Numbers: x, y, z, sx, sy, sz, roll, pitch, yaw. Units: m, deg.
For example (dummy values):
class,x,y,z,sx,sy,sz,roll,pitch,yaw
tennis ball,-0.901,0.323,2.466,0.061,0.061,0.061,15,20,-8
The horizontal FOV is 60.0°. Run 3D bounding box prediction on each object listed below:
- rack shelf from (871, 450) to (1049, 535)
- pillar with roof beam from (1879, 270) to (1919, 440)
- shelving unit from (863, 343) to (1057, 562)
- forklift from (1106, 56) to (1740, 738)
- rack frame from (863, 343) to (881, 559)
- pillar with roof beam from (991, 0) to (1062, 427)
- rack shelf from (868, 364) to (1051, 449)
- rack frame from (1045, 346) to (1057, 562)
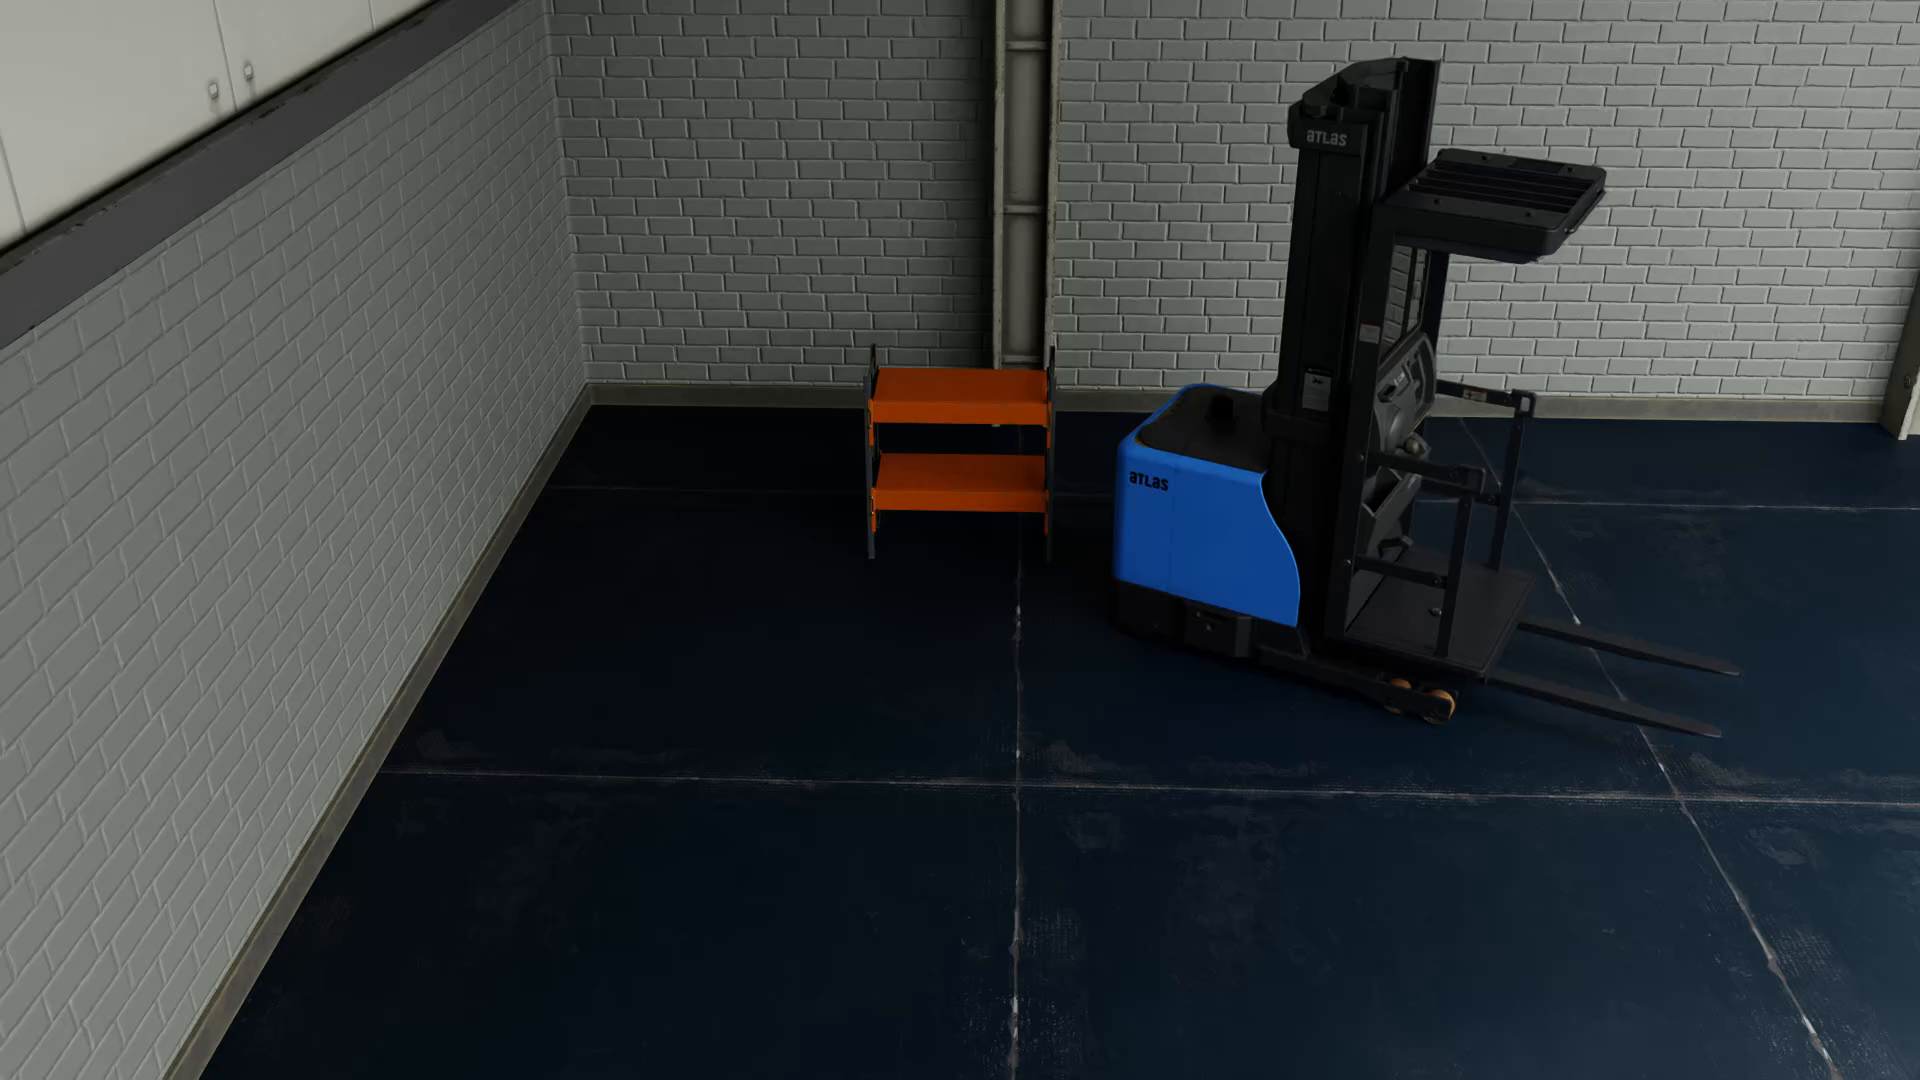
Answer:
class,x,y,z,sx,sy,sz,roll,pitch,yaw
rack shelf,0.007,-0.281,9.601,1.000,0.278,0.538,1,28,2
pillar with roof beam,6.258,-2.695,5.225,0.400,9.000,9.100,1,28,2
shelving unit,0.007,-0.497,9.486,1.048,1.125,0.538,1,28,2
forklift,2.317,-0.687,7.916,3.031,2.935,1.130,15,31,26
rack frame,-0.501,-0.505,9.502,0.032,1.125,0.500,1,28,2
pillar with roof beam,0.261,-2.794,5.413,0.400,9.000,9.100,1,28,2
rack shelf,0.007,-0.755,9.349,1.000,0.278,0.538,1,28,2
rack frame,0.515,-0.488,9.470,0.032,1.125,0.500,1,28,2
